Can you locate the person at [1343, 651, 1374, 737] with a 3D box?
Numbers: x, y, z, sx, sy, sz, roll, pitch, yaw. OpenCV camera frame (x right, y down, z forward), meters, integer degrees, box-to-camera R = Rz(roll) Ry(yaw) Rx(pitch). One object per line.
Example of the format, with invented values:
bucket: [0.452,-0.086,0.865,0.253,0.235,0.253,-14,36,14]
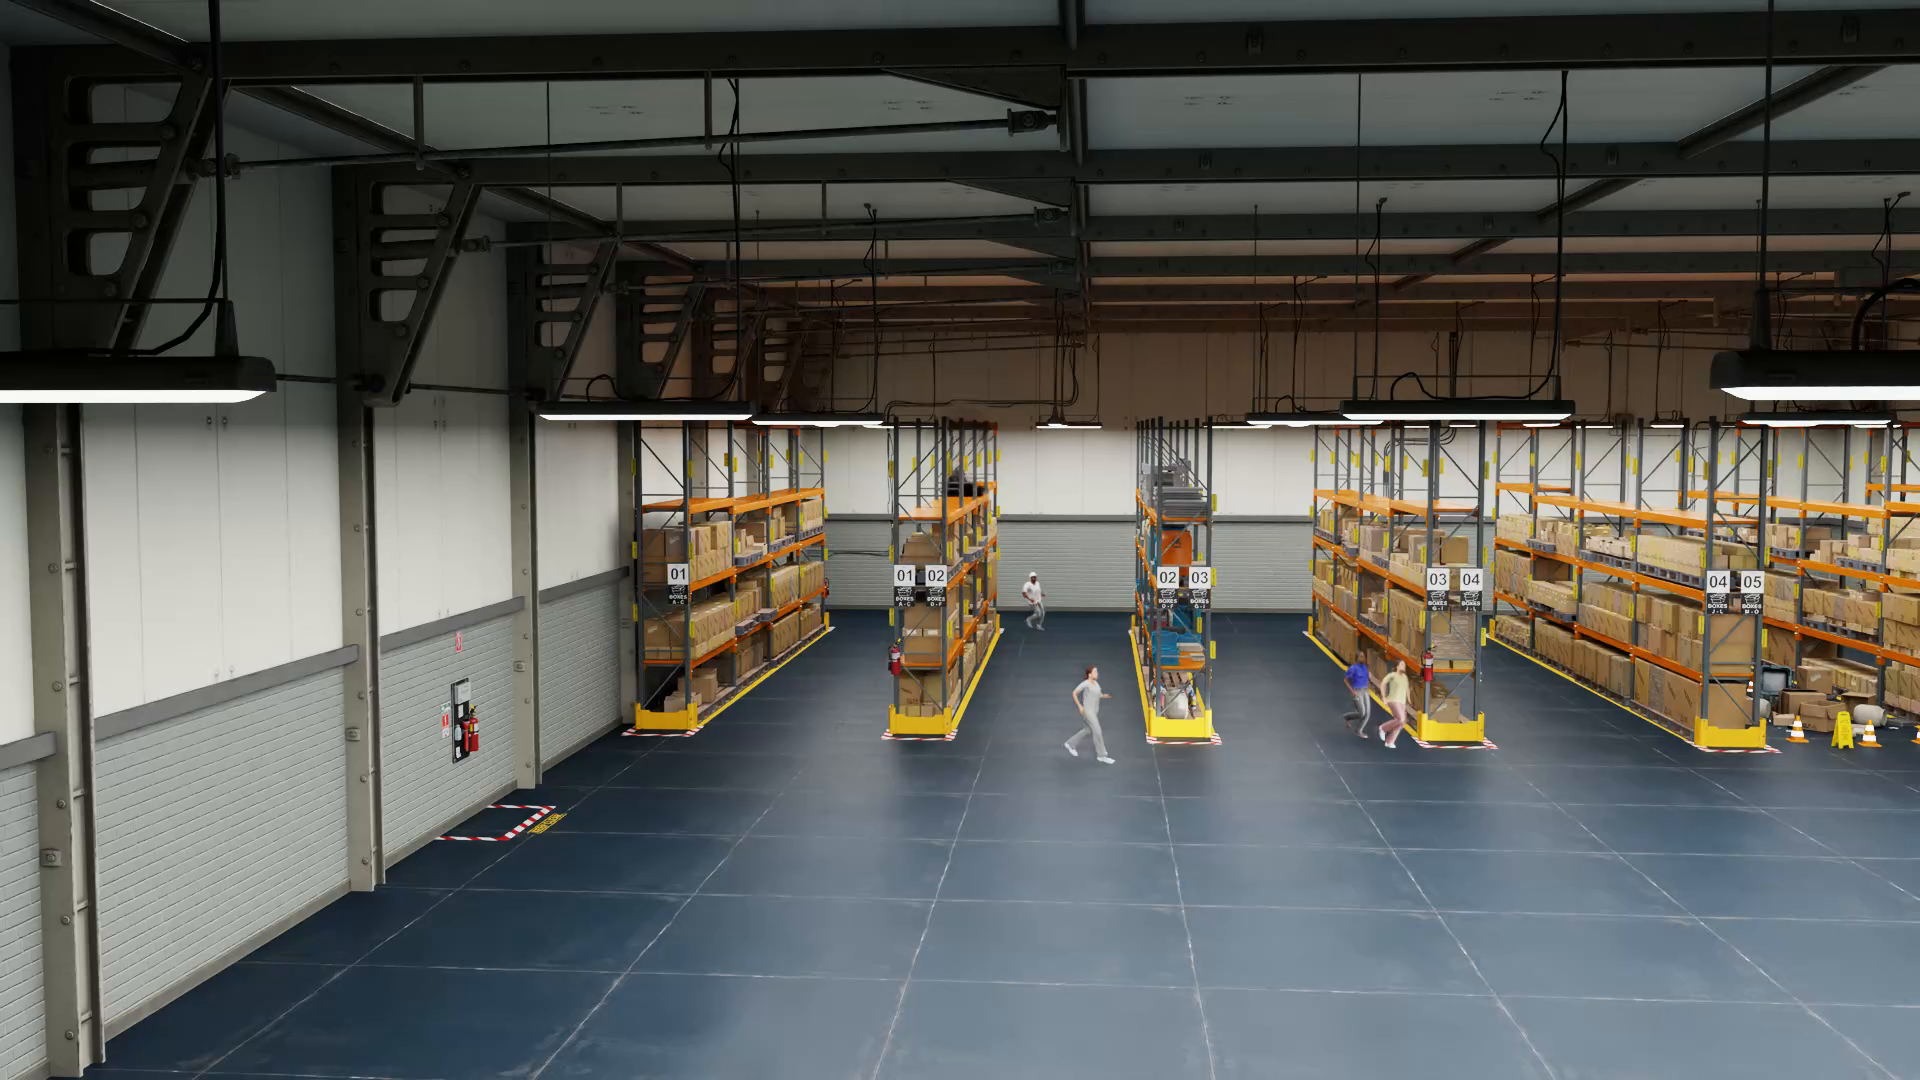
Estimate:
person: [7.487,2.888,31.227,0.581,1.614,0.560,-2,4,-31]

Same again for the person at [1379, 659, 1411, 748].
person: [7.956,2.953,30.140,0.614,1.595,0.527,-2,4,-29]

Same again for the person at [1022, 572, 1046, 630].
person: [2.139,1.762,47.872,0.562,1.685,0.702,3,5,41]

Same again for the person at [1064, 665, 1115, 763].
person: [2.224,2.982,28.691,0.969,1.660,0.561,2,4,29]
